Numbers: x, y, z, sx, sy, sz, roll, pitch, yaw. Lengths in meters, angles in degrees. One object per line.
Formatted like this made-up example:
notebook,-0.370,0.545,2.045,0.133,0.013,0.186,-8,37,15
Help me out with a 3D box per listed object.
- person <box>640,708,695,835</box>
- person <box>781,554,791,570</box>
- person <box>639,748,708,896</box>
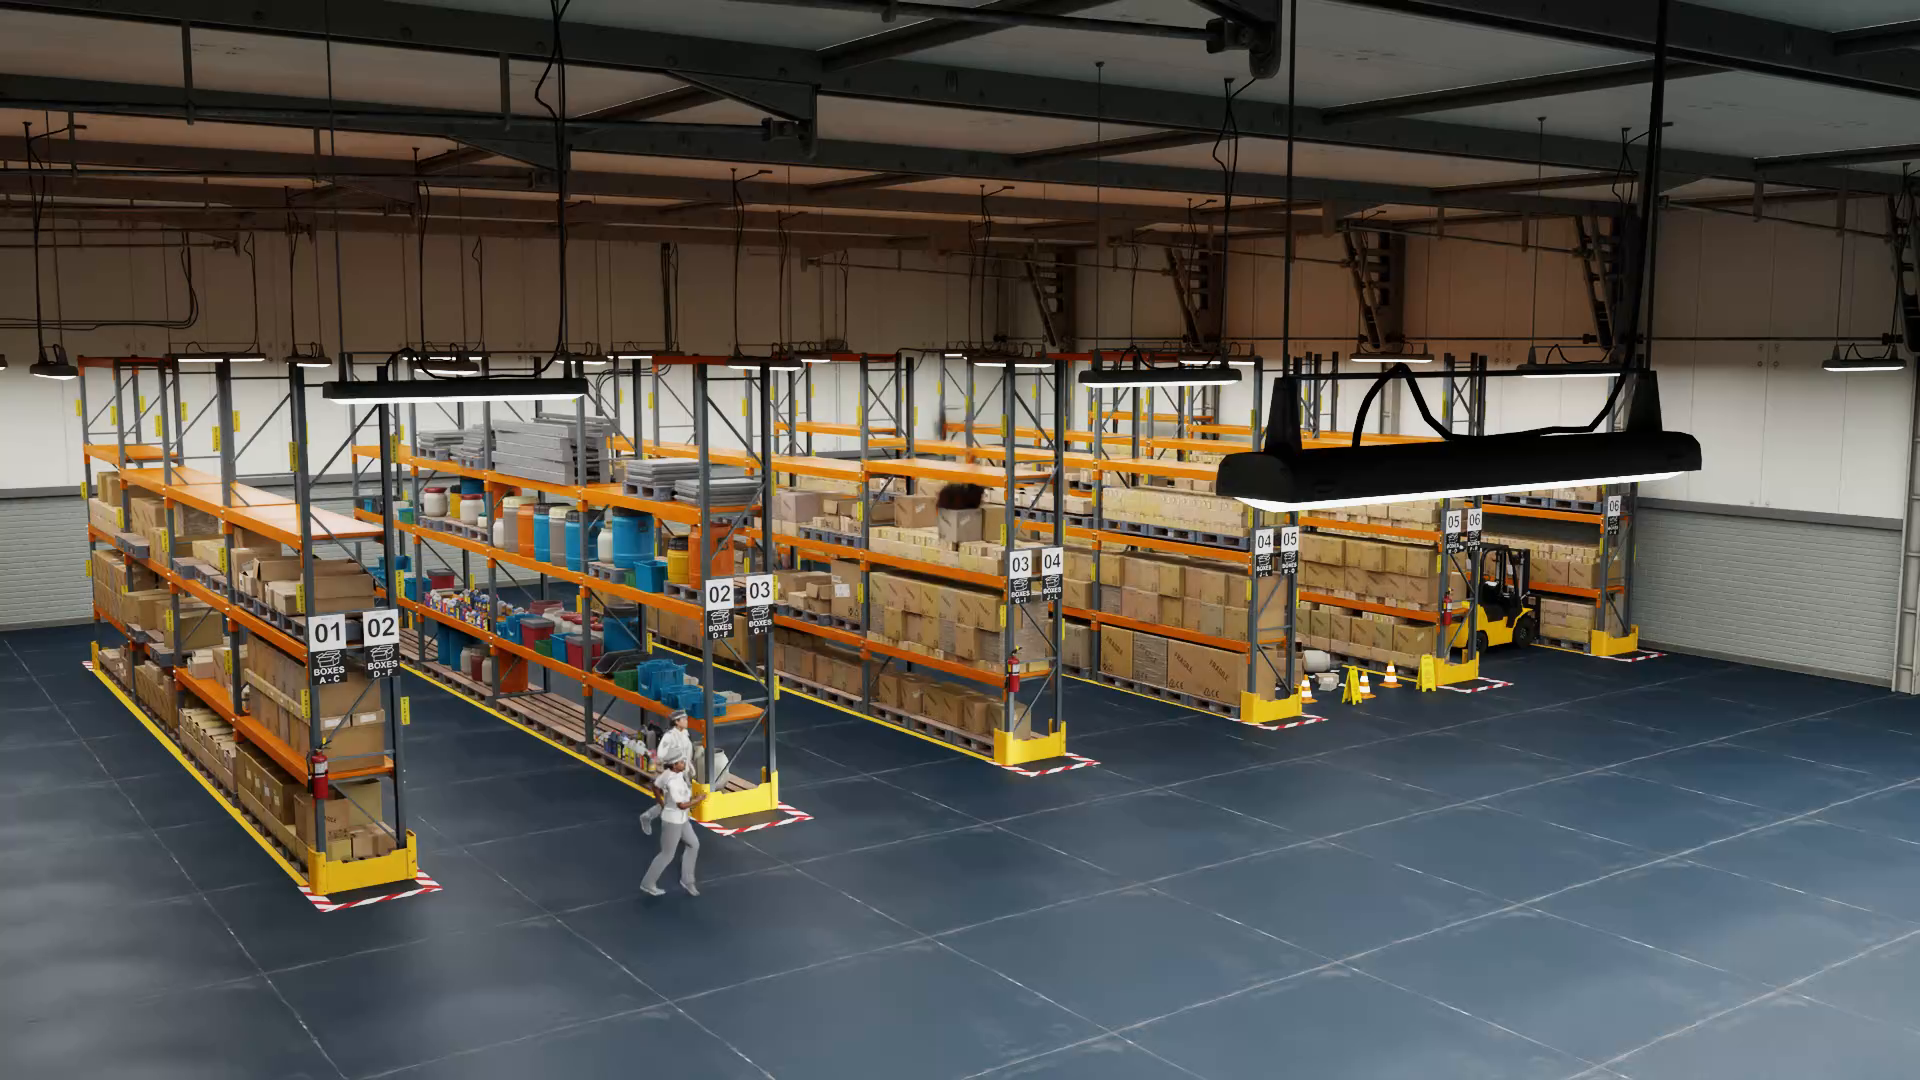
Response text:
person,-3.627,2.957,21.153,0.732,1.656,0.684,3,8,24
person,-4.384,0.328,42.878,0.576,1.622,0.545,2,7,17
person,-3.242,3.231,18.830,0.787,1.779,0.539,-1,7,-7
